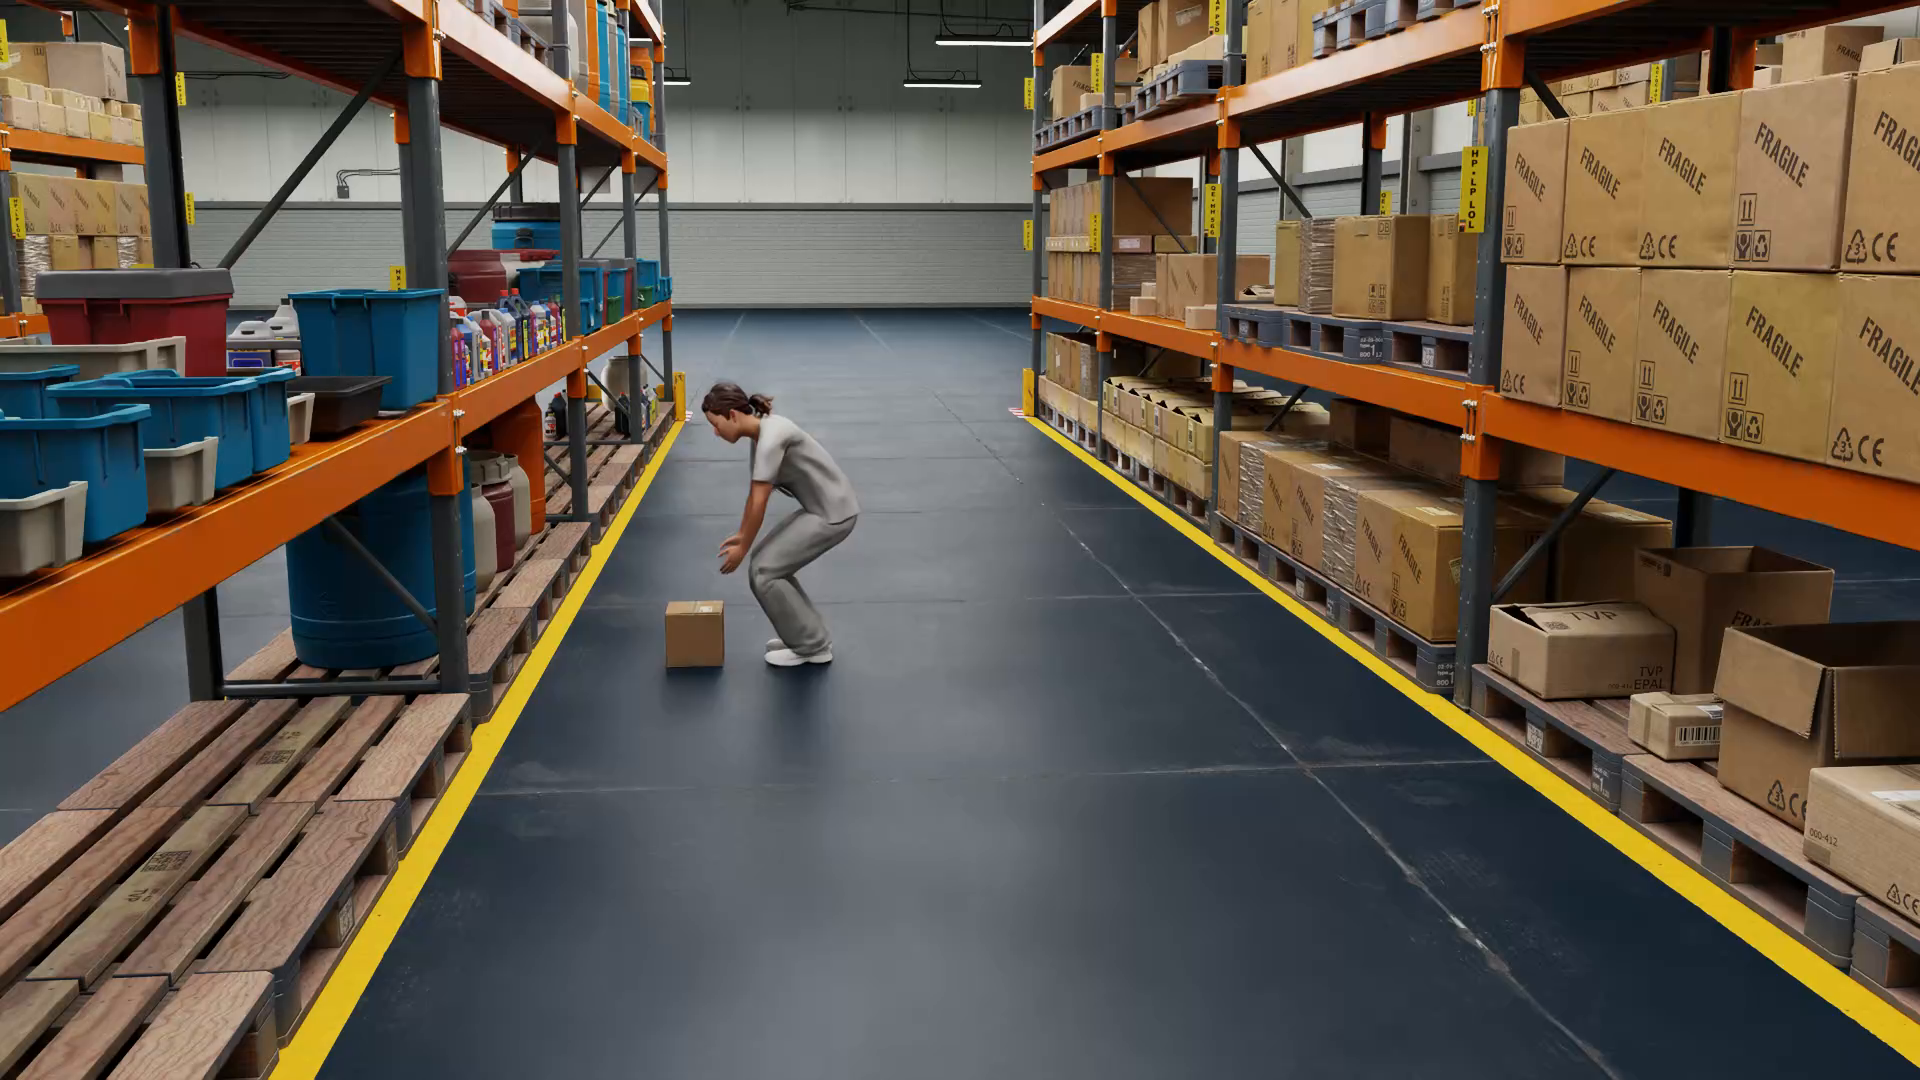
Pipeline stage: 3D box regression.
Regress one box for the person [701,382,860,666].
[{"bbox_3d":[-0.799,-0.077,7.499,0.697,1.275,0.495,-1,10,-6],"label":"person"}]
